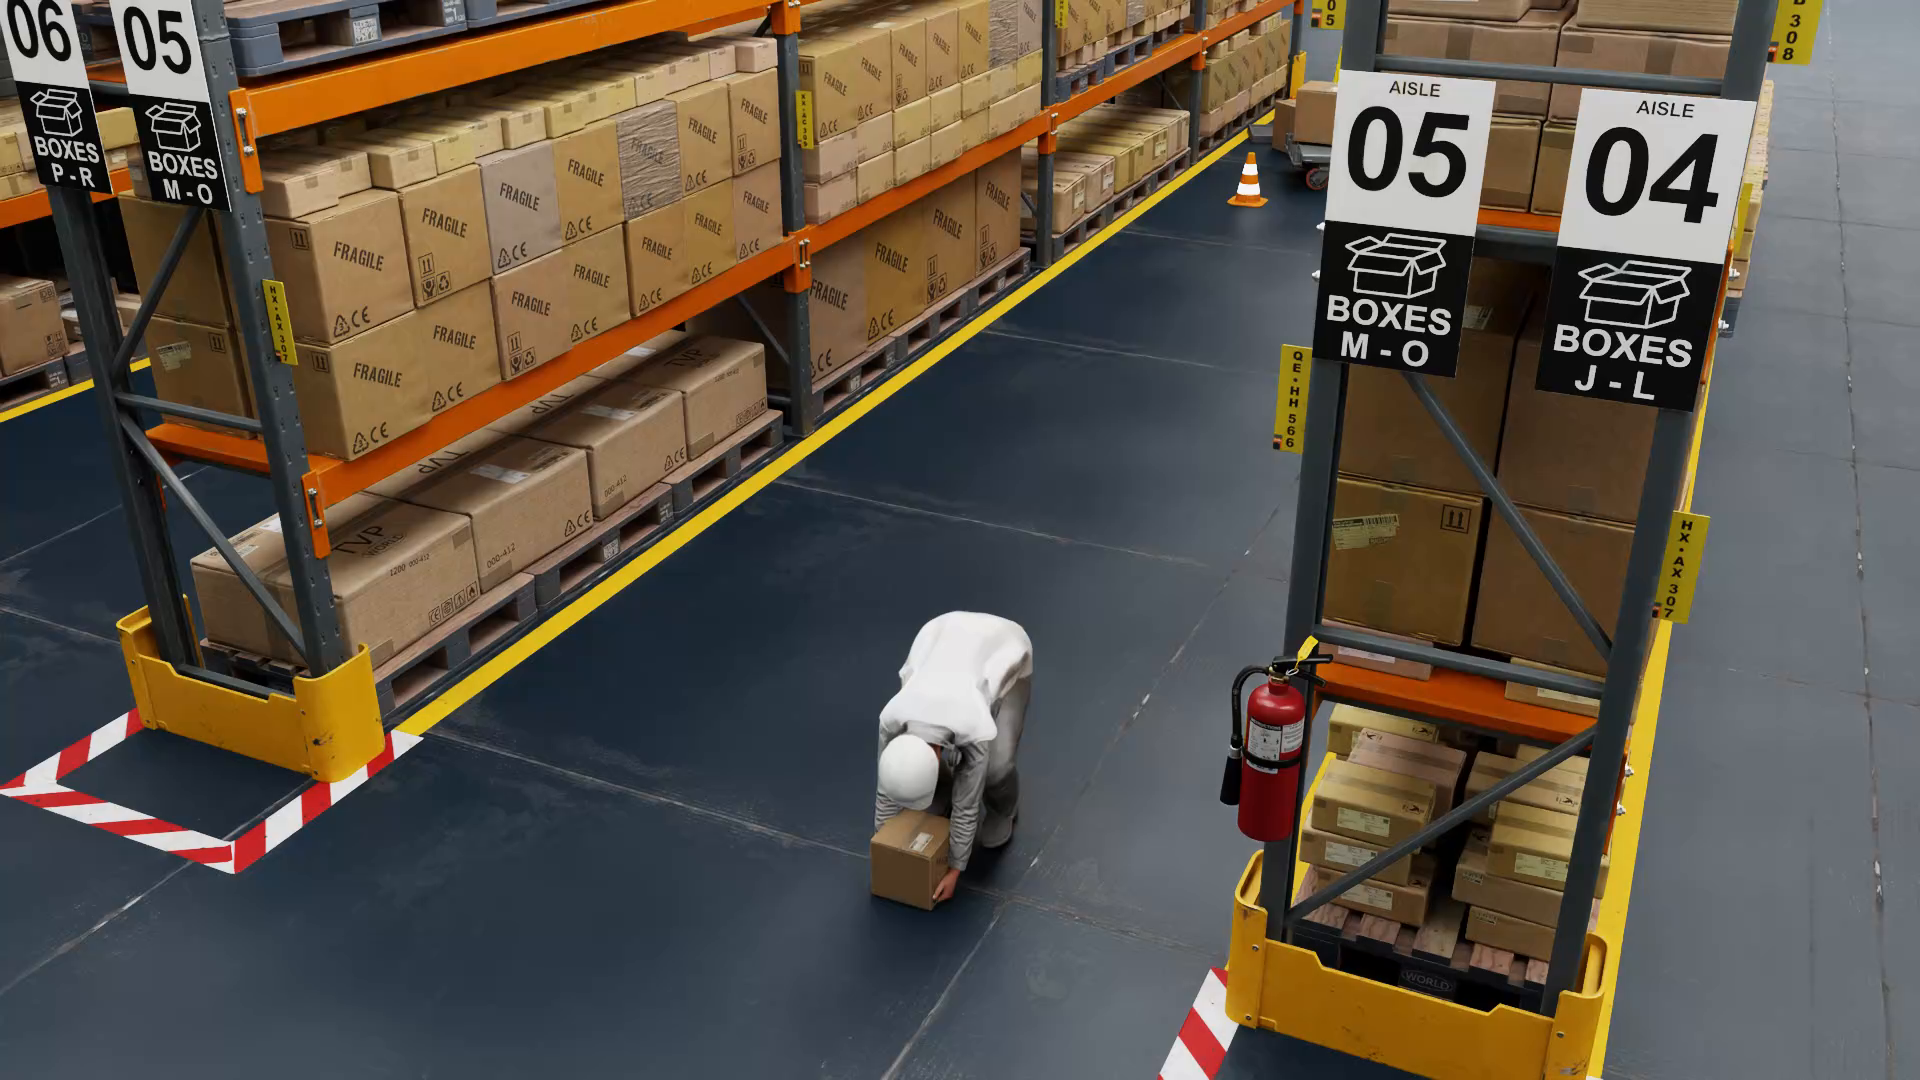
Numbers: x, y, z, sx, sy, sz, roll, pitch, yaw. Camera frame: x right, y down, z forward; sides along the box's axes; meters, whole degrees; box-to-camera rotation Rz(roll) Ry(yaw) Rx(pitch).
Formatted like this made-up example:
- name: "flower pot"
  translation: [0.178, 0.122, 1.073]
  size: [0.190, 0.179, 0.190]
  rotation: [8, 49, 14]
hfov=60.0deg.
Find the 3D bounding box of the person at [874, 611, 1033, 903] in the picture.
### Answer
- name: "person"
  translation: [-0.037, 0.815, 6.404]
  size: [0.520, 0.916, 1.001]
  rotation: [10, 28, 20]
